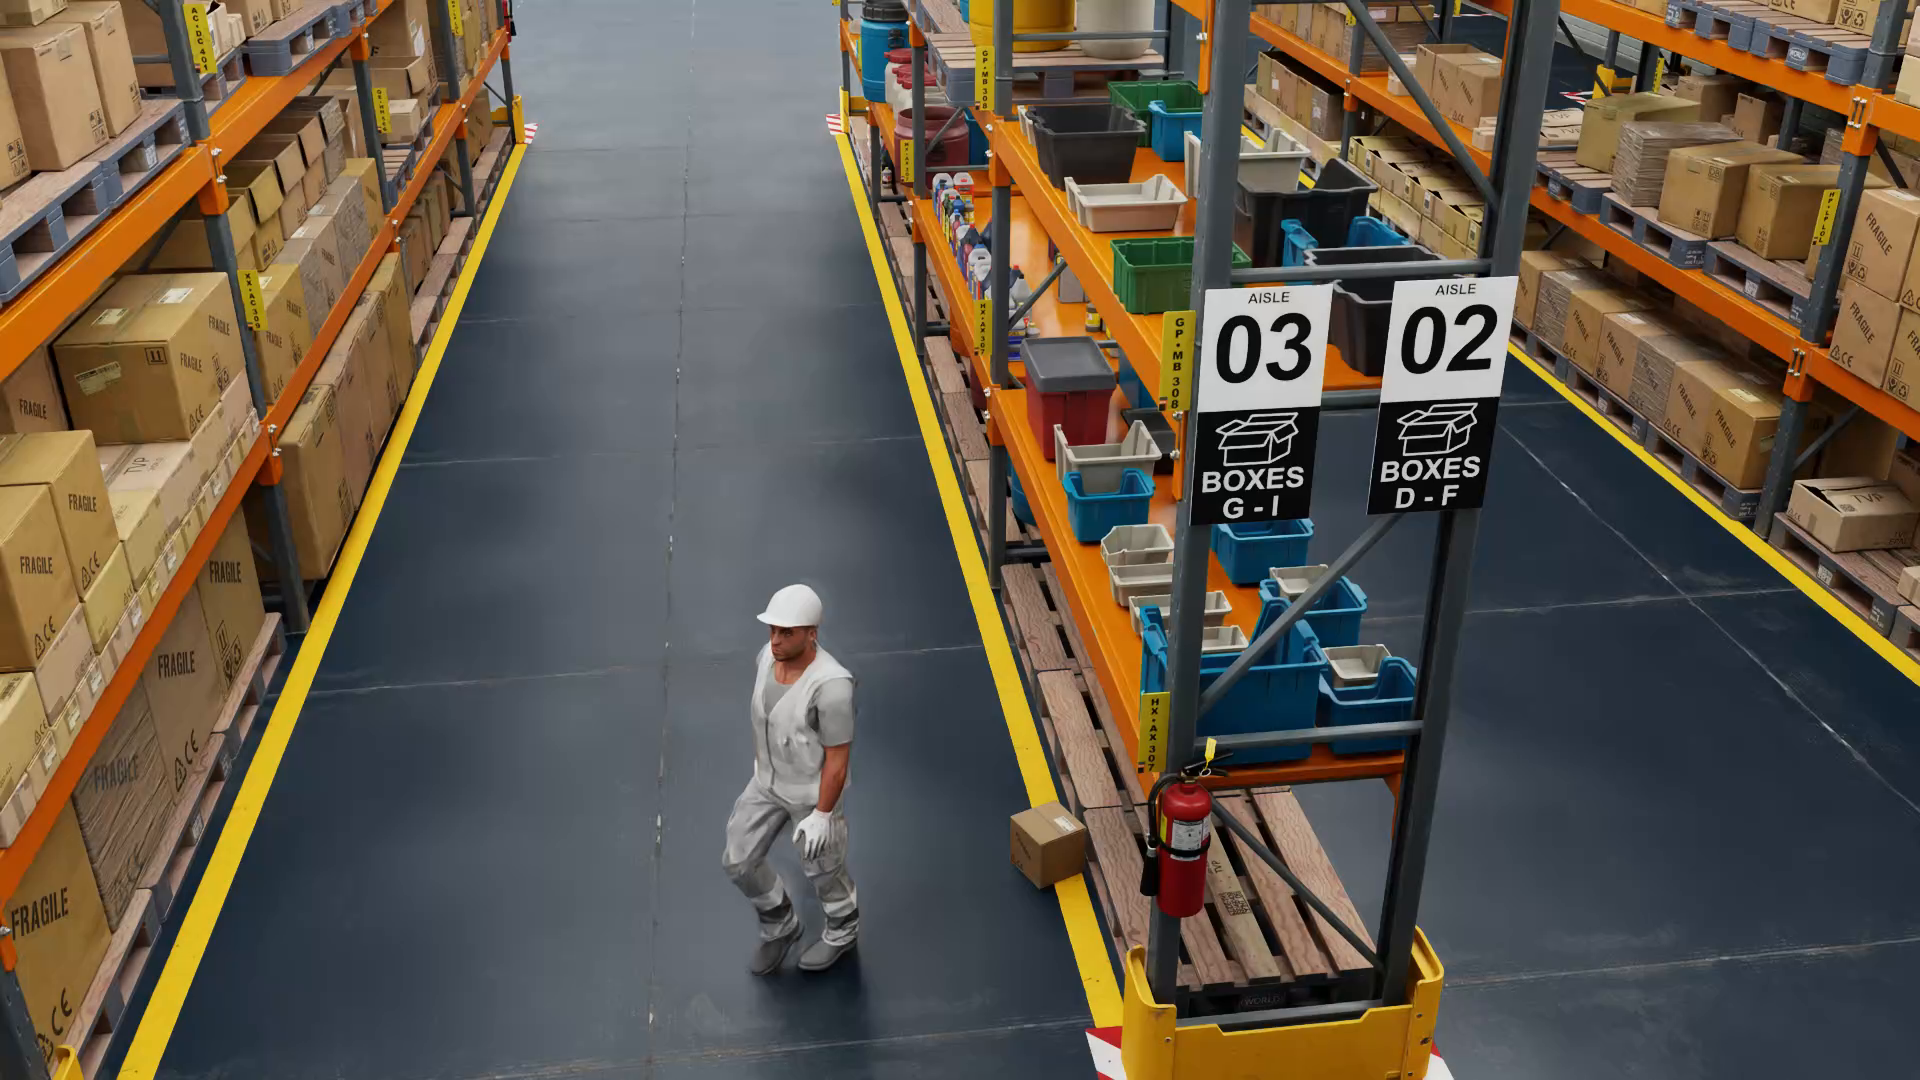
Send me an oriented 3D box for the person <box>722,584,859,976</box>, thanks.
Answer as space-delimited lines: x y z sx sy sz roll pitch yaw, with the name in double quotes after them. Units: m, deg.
-0.664 1.006 6.596 0.592 1.834 0.511 22 34 37 "person"
